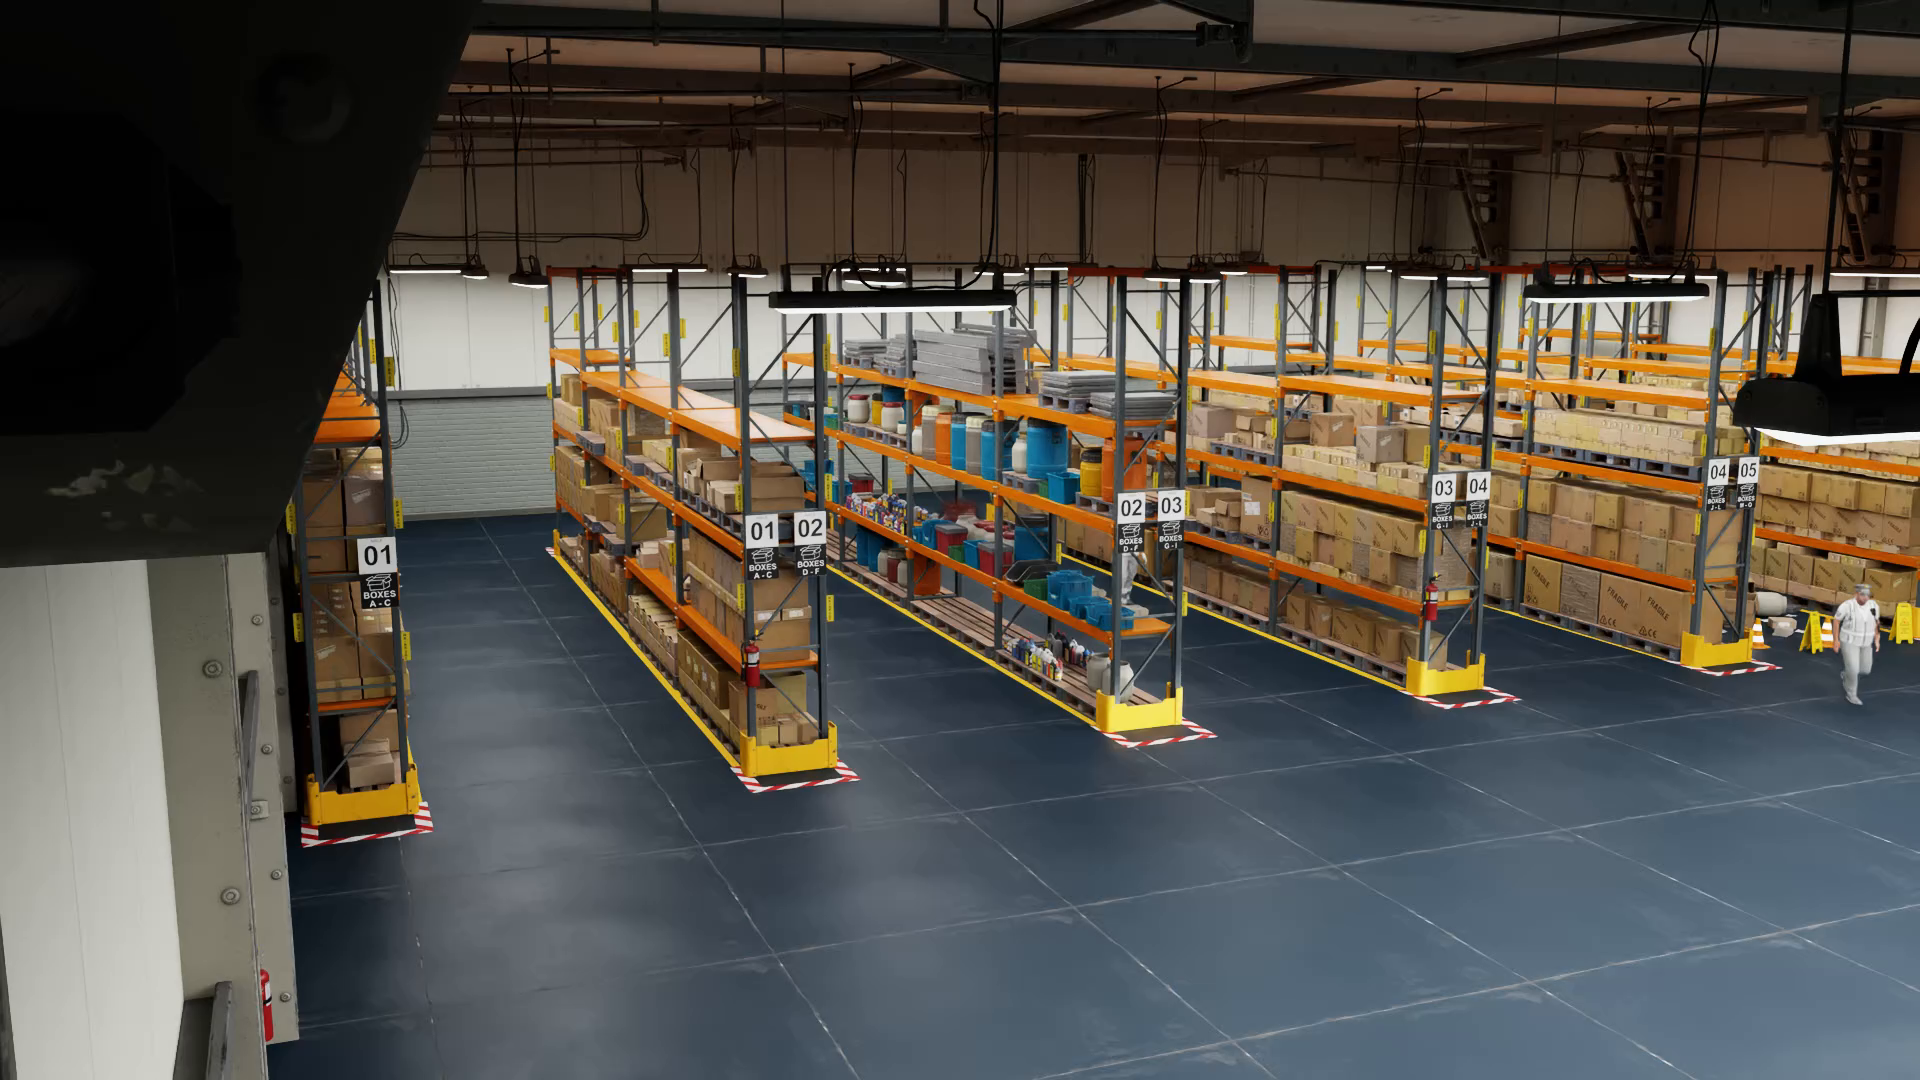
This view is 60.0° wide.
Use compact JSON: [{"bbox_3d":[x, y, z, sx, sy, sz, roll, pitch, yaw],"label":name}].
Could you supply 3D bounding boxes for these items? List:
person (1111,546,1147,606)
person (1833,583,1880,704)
[{"bbox_3d":[3.009,0.341,29.633,0.579,1.835,0.560,-2,10,-13],"label":"person"},{"bbox_3d":[12.655,1.416,23.583,0.596,1.733,0.678,0,10,-1],"label":"person"}]
